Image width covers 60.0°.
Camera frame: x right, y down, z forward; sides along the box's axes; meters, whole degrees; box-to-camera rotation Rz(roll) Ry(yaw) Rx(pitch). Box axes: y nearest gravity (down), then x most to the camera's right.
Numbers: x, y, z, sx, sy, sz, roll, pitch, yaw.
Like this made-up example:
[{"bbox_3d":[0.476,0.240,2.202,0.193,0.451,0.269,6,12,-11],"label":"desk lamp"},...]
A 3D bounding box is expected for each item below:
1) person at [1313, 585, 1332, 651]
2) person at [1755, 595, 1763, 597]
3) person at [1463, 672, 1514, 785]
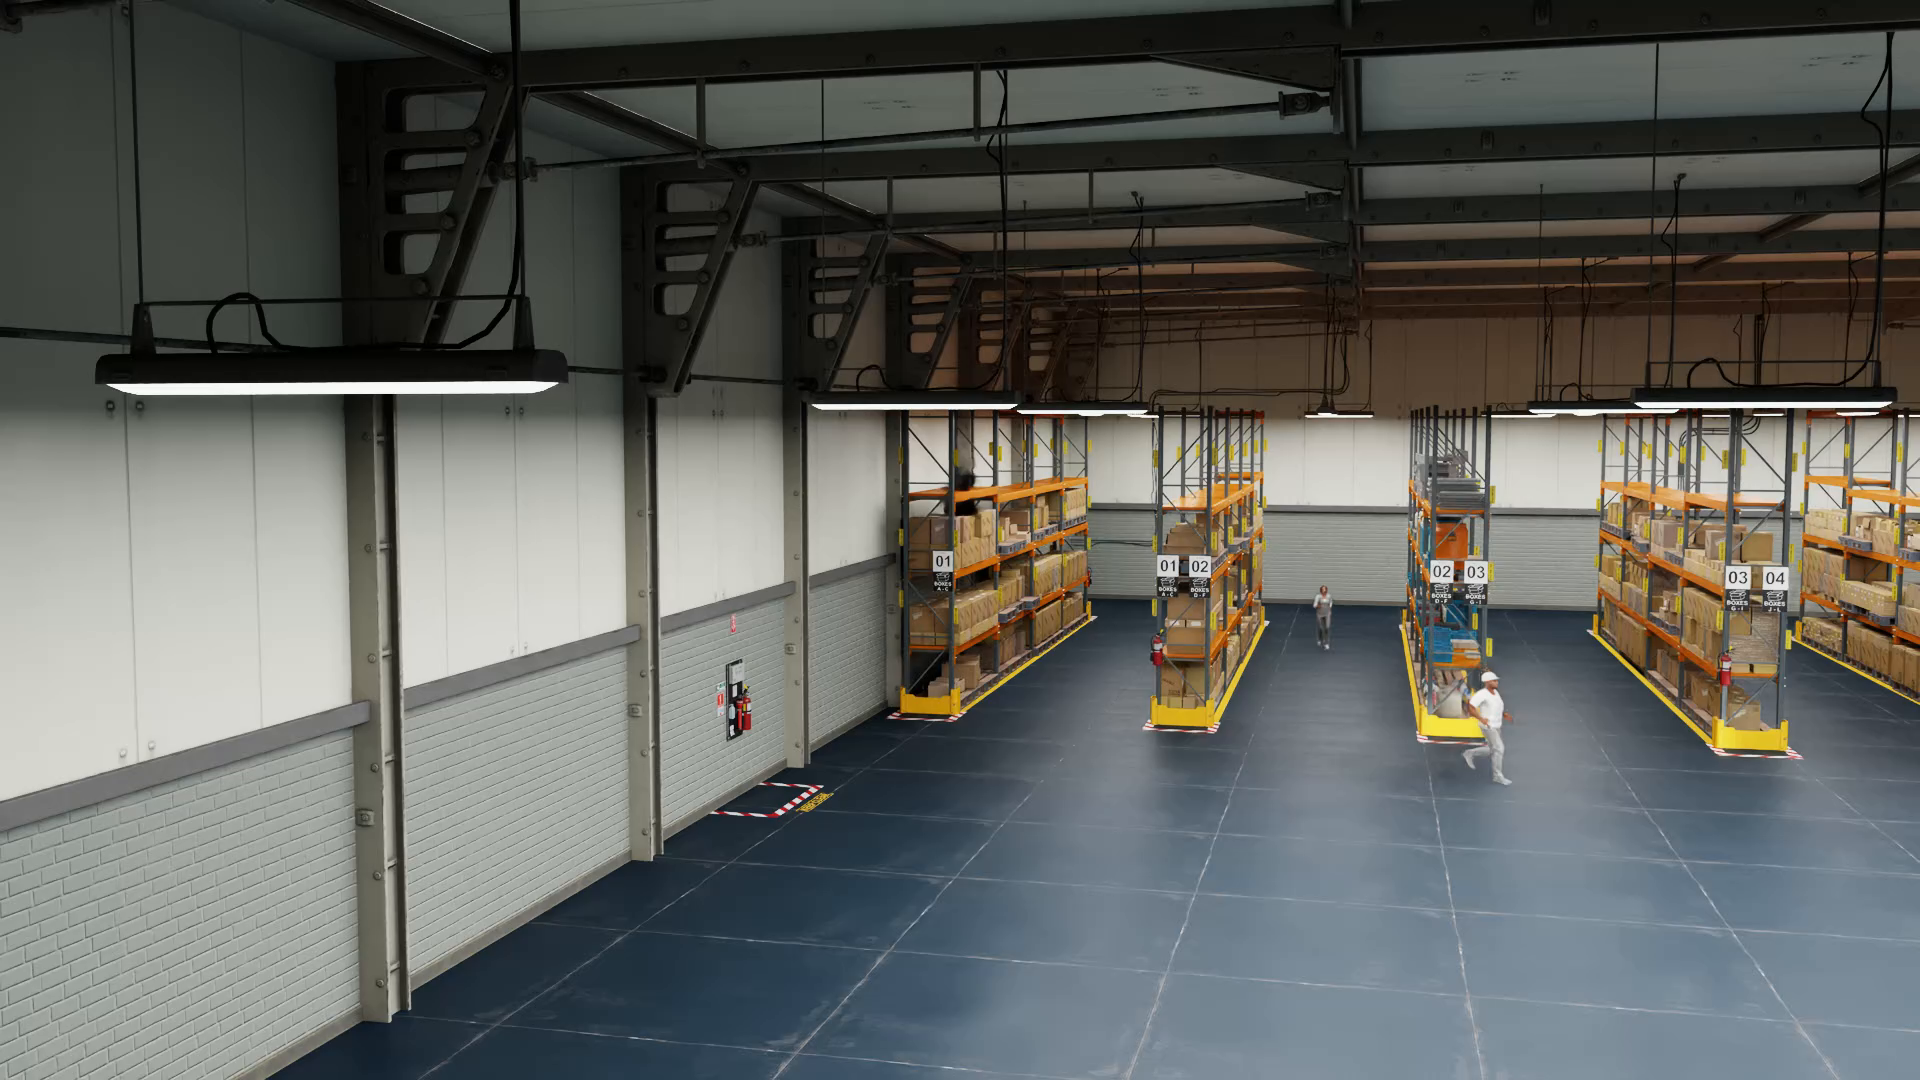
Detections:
[{"bbox_3d":[9.102,1.940,41.709,0.490,1.644,0.777,0,4,5],"label":"person"},{"bbox_3d":[20.876,1.727,44.094,0.831,1.668,0.869,-2,5,-29],"label":"person"},{"bbox_3d":[8.373,2.967,26.409,0.850,1.758,0.700,3,5,39],"label":"person"}]
